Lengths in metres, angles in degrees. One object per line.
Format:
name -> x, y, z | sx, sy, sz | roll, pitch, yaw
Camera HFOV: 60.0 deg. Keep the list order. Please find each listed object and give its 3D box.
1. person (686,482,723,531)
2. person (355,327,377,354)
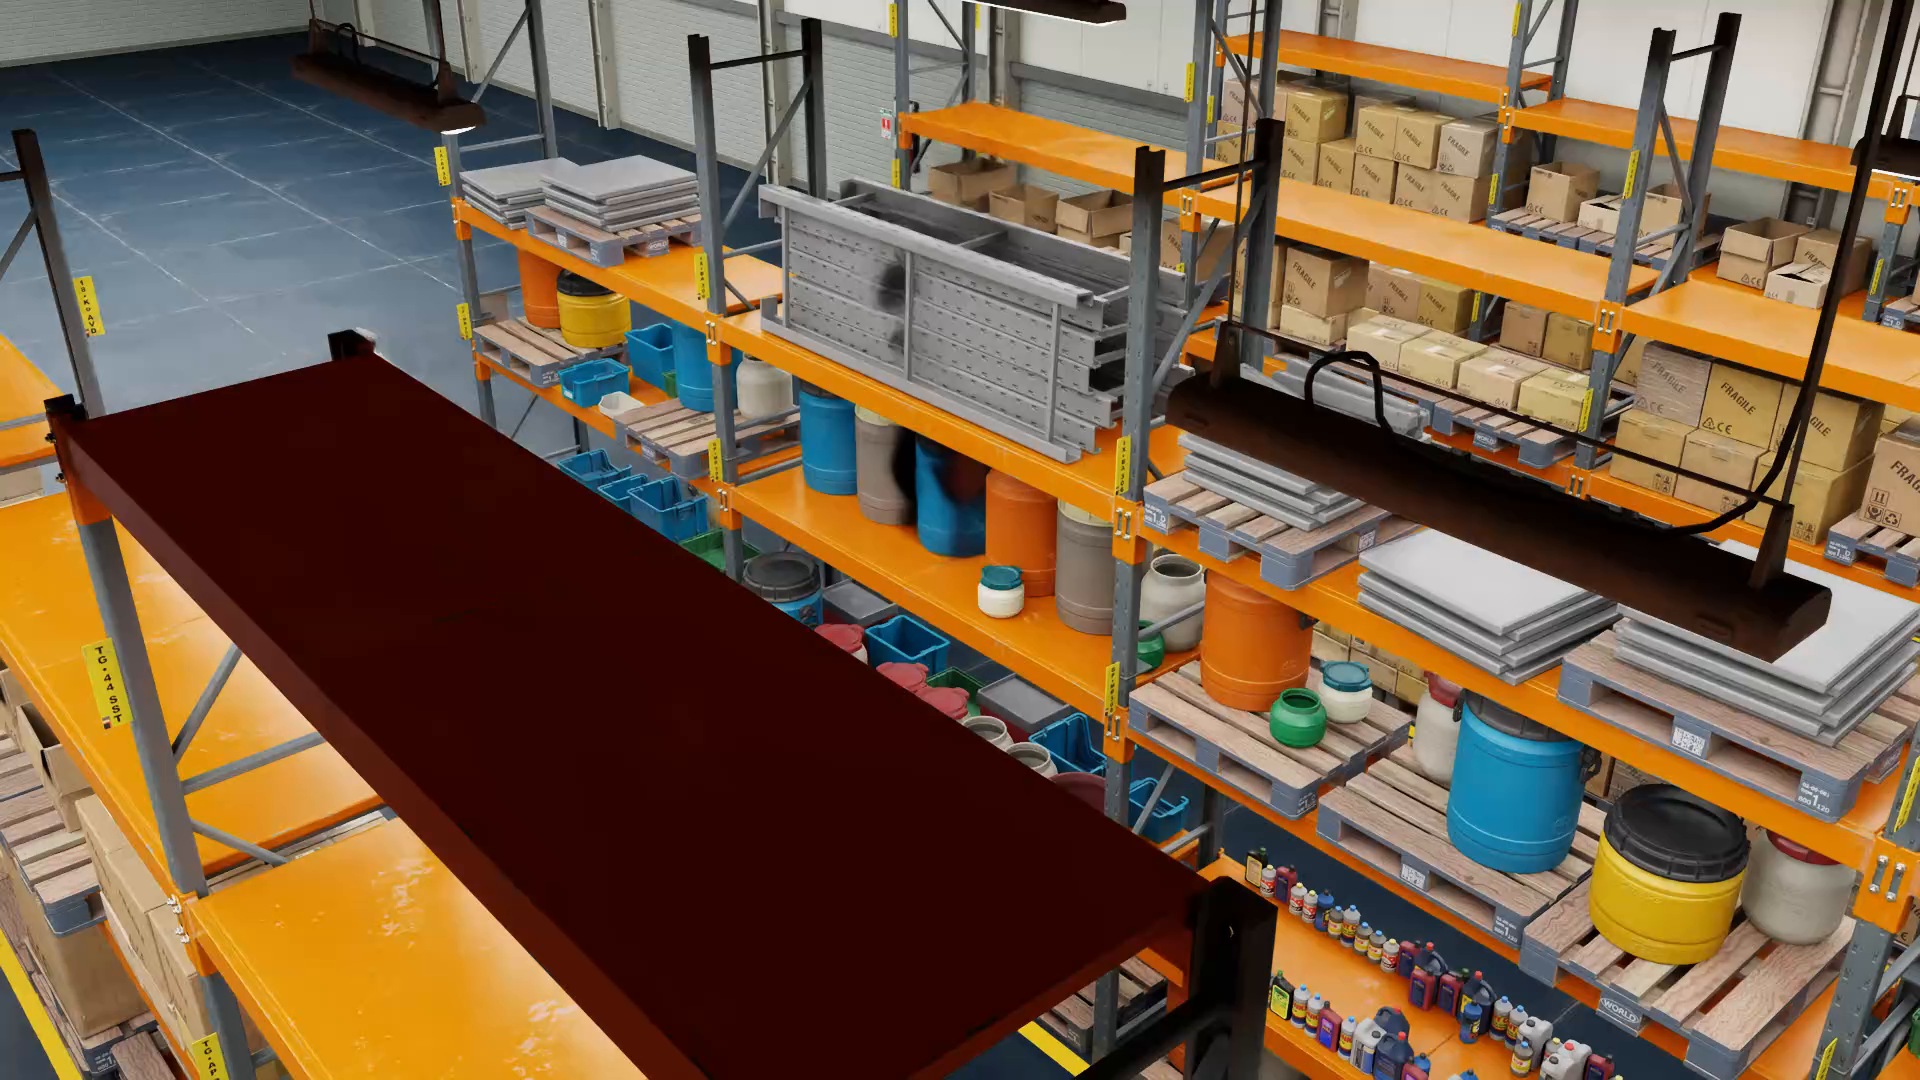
person -> -2.527, -0.506, 16.589 | 0.954, 1.784, 0.664 | 16, 31, 29
person -> -6.624, -1.563, 18.775 | 0.728, 1.754, 0.560 | -6, 28, -12
